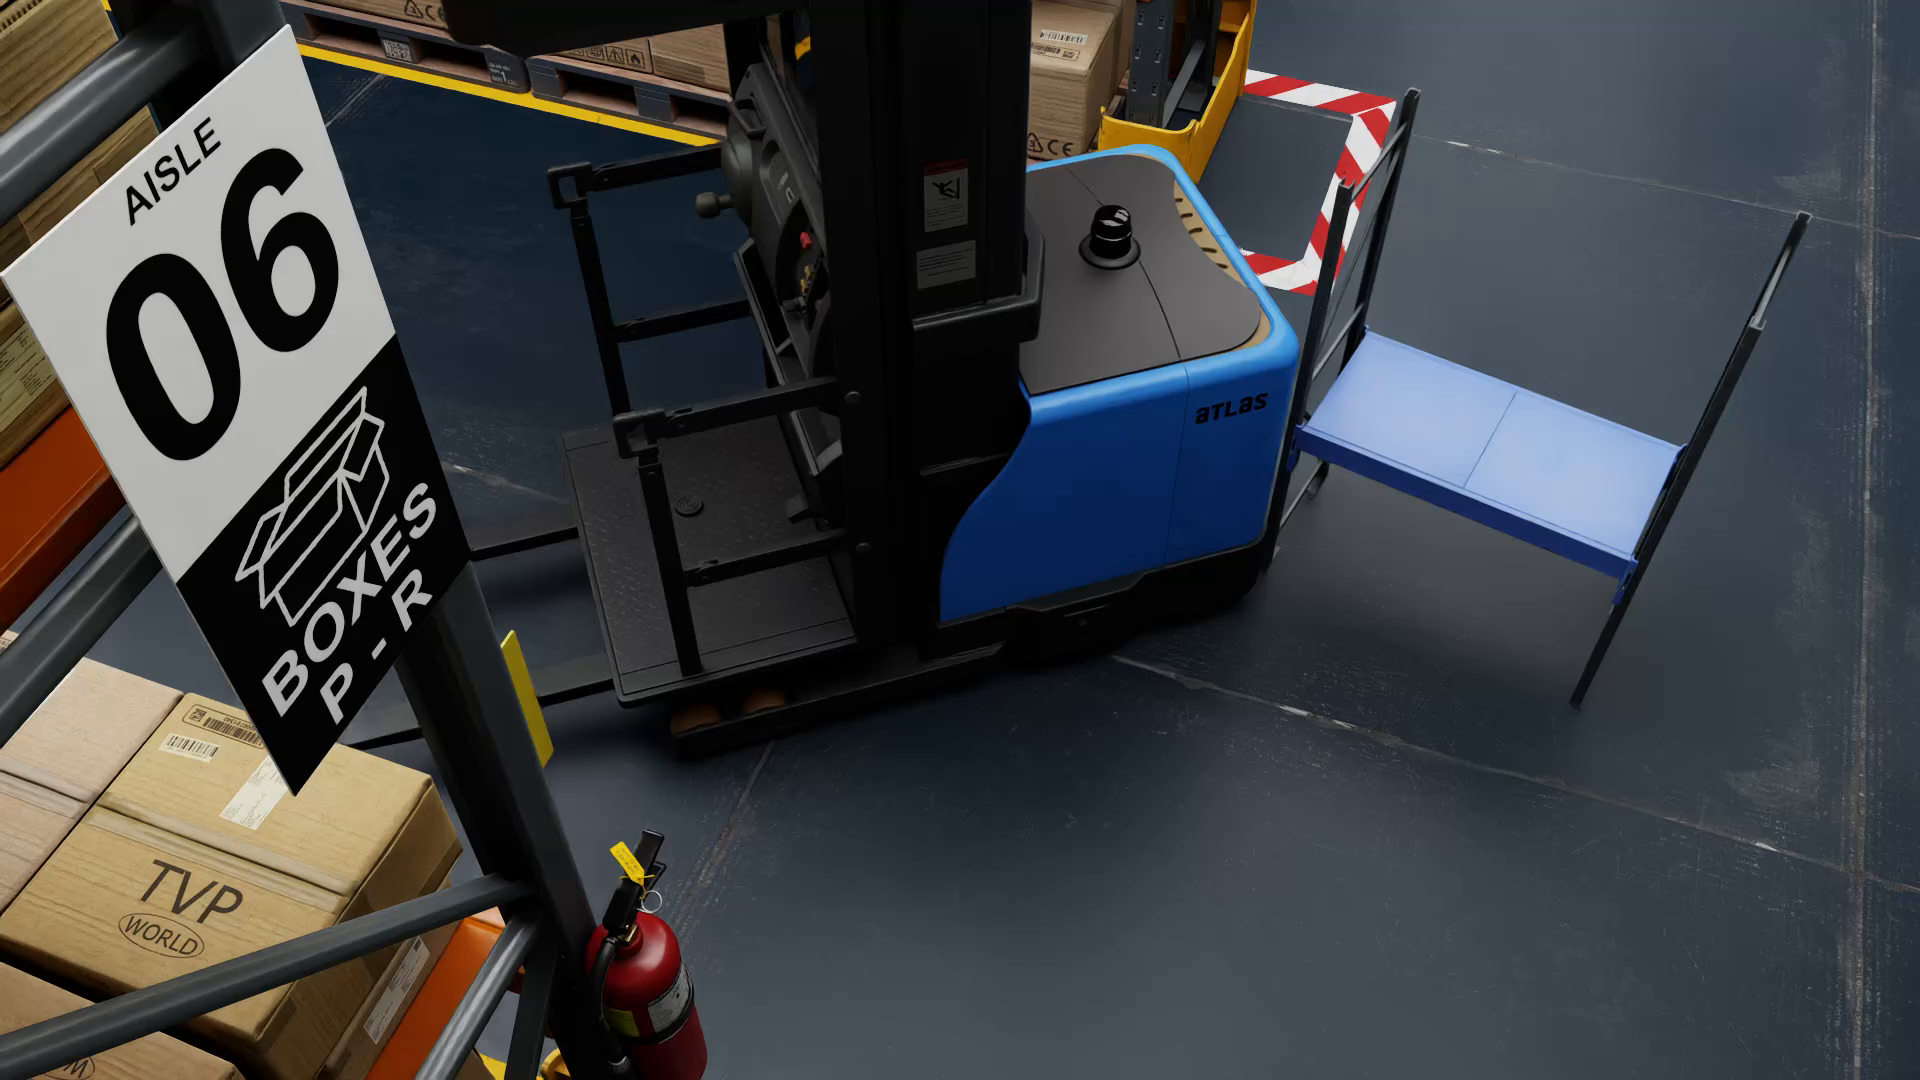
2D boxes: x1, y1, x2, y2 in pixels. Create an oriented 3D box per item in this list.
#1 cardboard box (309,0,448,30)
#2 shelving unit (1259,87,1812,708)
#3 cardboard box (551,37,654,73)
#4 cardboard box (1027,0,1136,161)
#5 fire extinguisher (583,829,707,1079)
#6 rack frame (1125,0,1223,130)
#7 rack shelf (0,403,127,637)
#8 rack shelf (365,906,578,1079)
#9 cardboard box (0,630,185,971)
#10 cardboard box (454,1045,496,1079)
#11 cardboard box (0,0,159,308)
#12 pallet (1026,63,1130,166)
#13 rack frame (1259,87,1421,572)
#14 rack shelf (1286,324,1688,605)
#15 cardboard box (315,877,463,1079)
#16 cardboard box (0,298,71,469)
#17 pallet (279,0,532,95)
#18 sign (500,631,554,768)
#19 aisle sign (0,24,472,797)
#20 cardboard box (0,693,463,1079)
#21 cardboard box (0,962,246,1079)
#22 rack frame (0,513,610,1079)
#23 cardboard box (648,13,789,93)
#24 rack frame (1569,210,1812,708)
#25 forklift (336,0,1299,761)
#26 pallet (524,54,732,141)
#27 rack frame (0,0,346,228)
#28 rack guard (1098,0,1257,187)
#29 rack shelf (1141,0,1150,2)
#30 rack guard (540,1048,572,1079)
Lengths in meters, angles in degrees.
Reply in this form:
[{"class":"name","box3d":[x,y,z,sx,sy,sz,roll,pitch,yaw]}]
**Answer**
[{"class":"cardboard box","box3d":[-2.362,-2.680,7.148,0.875,0.438,0.875,15,51,13]},{"class":"shelving unit","box3d":[1.527,-0.357,4.710,1.048,1.500,0.538,25,53,20]},{"class":"cardboard box","box3d":[-1.522,-2.446,6.945,0.875,0.438,0.875,14,51,12]},{"class":"cardboard box","box3d":[0.185,-1.975,6.537,0.875,0.438,0.875,14,51,12]},{"class":"fire extinguisher","box3d":[-0.580,0.803,3.009,0.183,0.674,0.296,16,51,13]},{"class":"rack frame","box3d":[0.839,-2.575,5.639,0.127,3.000,1.000,16,51,13]},{"class":"rack shelf","box3d":[-2.754,-0.326,2.181,4.000,0.370,1.077,16,51,13]},{"class":"rack shelf","box3d":[-2.754,0.657,3.314,4.000,0.370,1.077,16,51,13]},{"class":"cardboard box","box3d":[-1.683,0.455,2.916,0.500,0.250,0.500,16,51,14]},{"class":"cardboard box","box3d":[-1.419,1.398,3.570,0.637,0.503,0.797,14,51,12]},{"class":"cardboard box","box3d":[-1.199,-0.396,1.668,0.500,0.250,0.500,15,51,13]},{"class":"pallet","box3d":[0.062,-1.815,6.826,1.213,0.211,1.003,16,51,13]},{"class":"rack frame","box3d":[1.093,-0.557,4.883,0.032,1.500,0.500,25,53,20]},{"class":"rack shelf","box3d":[1.527,-0.240,4.846,1.000,0.185,0.538,25,53,20]},{"class":"cardboard box","box3d":[-1.091,0.747,2.927,0.250,0.149,0.380,15,51,13]},{"class":"cardboard box","box3d":[-1.096,-0.204,1.765,0.250,0.149,0.380,17,51,14]},{"class":"pallet","box3d":[-2.227,-2.454,7.380,1.213,0.211,1.003,16,51,13]},{"class":"sign","box3d":[-0.690,0.277,2.595,0.005,0.325,0.100,16,51,13]},{"class":"aisle sign","box3d":[-0.712,-0.097,1.771,0.004,0.787,0.394,16,51,13]},{"class":"cardboard box","box3d":[-1.210,0.587,2.801,0.500,0.250,0.500,16,51,13]},{"class":"cardboard box","box3d":[-1.401,0.964,2.474,0.500,0.250,0.500,17,51,14]},{"class":"rack frame","box3d":[-0.878,0.945,2.589,0.127,3.000,1.000,16,51,13]},{"class":"cardboard box","box3d":[-0.676,-2.209,6.739,0.875,0.438,0.875,17,51,14]},{"class":"rack frame","box3d":[1.962,-0.158,4.537,0.032,1.500,0.500,25,53,20]},{"class":"forklift","box3d":[-0.645,-0.781,4.130,3.031,2.935,1.130,-14,51,-12]},{"class":"pallet","box3d":[-1.079,-2.136,7.104,1.213,0.211,1.003,16,51,13]},{"class":"rack frame","box3d":[-0.878,-1.020,0.322,0.127,3.000,1.000,16,51,13]},{"class":"rack guard","box3d":[0.861,-1.750,6.578,0.348,0.500,1.175,16,51,13]},{"class":"rack shelf","box3d":[-1.037,-2.863,6.365,4.000,0.370,1.077,16,51,13]},{"class":"rack guard","box3d":[-0.949,1.744,3.550,0.348,0.500,1.175,16,51,13]}]
